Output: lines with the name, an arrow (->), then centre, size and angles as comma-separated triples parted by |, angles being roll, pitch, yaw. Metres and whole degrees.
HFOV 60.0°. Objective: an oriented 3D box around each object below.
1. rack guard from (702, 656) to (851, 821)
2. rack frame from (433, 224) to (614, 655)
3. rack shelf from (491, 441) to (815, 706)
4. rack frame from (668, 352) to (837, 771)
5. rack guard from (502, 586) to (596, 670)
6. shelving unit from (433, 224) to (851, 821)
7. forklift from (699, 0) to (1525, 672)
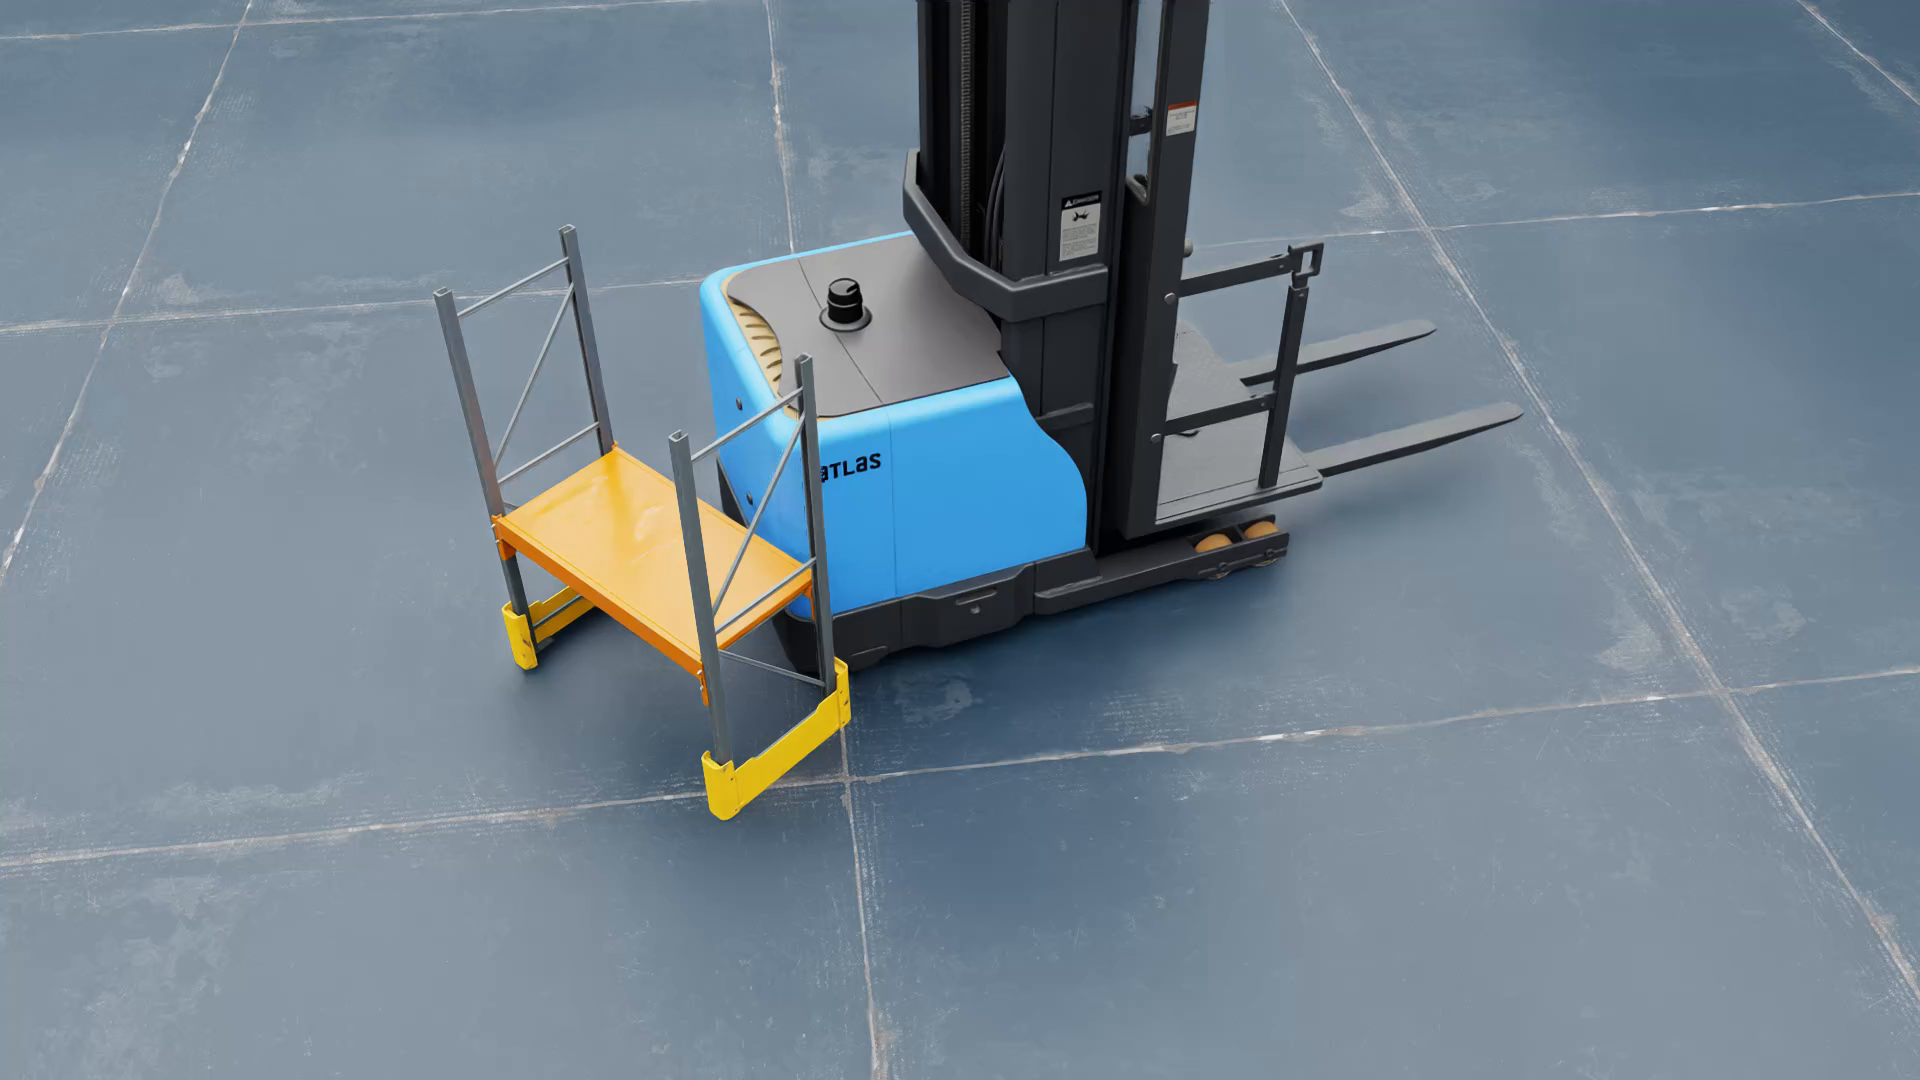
rack guard -> -0.582, 0.635, 5.360 | 0.087, 0.250, 0.587 | 30, 50, 29
rack frame -> -1.347, -0.277, 5.437 | 0.032, 1.500, 0.500 | 30, 50, 29
rack shelf -> -0.964, 0.081, 5.309 | 1.000, 0.185, 0.538 | 30, 50, 29
rack frame -> -0.581, 0.171, 4.940 | 0.032, 1.500, 0.500 | 30, 50, 29
rack guard -> -1.332, 0.196, 5.846 | 0.087, 0.250, 0.587 | 30, 50, 29
shelving unit -> -0.957, -0.049, 5.184 | 1.083, 1.500, 0.587 | 30, 50, 29
forklift -> 0.670, -1.261, 5.459 | 3.031, 2.935, 1.130 | -15, 44, -16
